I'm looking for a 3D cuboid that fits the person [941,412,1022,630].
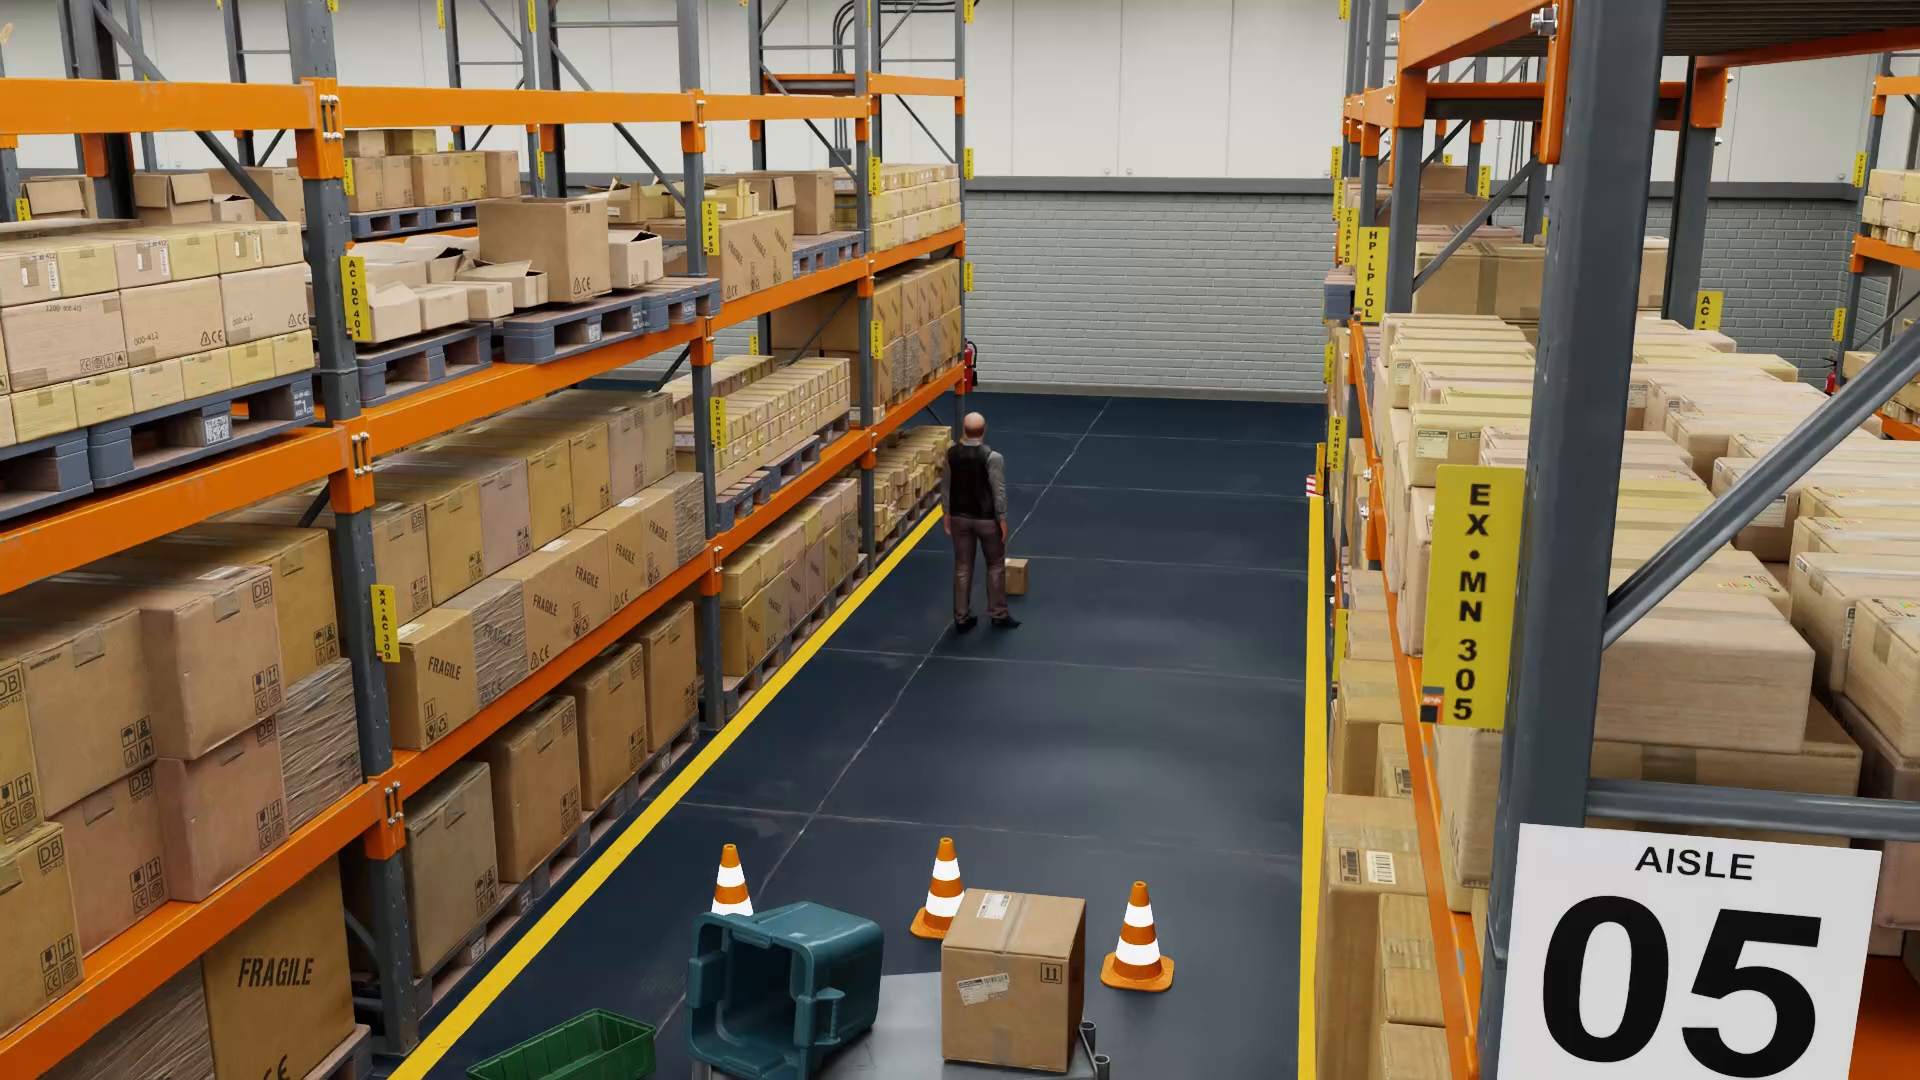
[{"bbox_3d":[0.134,-0.127,13.103,0.622,1.769,0.499,7,16,24],"label":"person"}]
